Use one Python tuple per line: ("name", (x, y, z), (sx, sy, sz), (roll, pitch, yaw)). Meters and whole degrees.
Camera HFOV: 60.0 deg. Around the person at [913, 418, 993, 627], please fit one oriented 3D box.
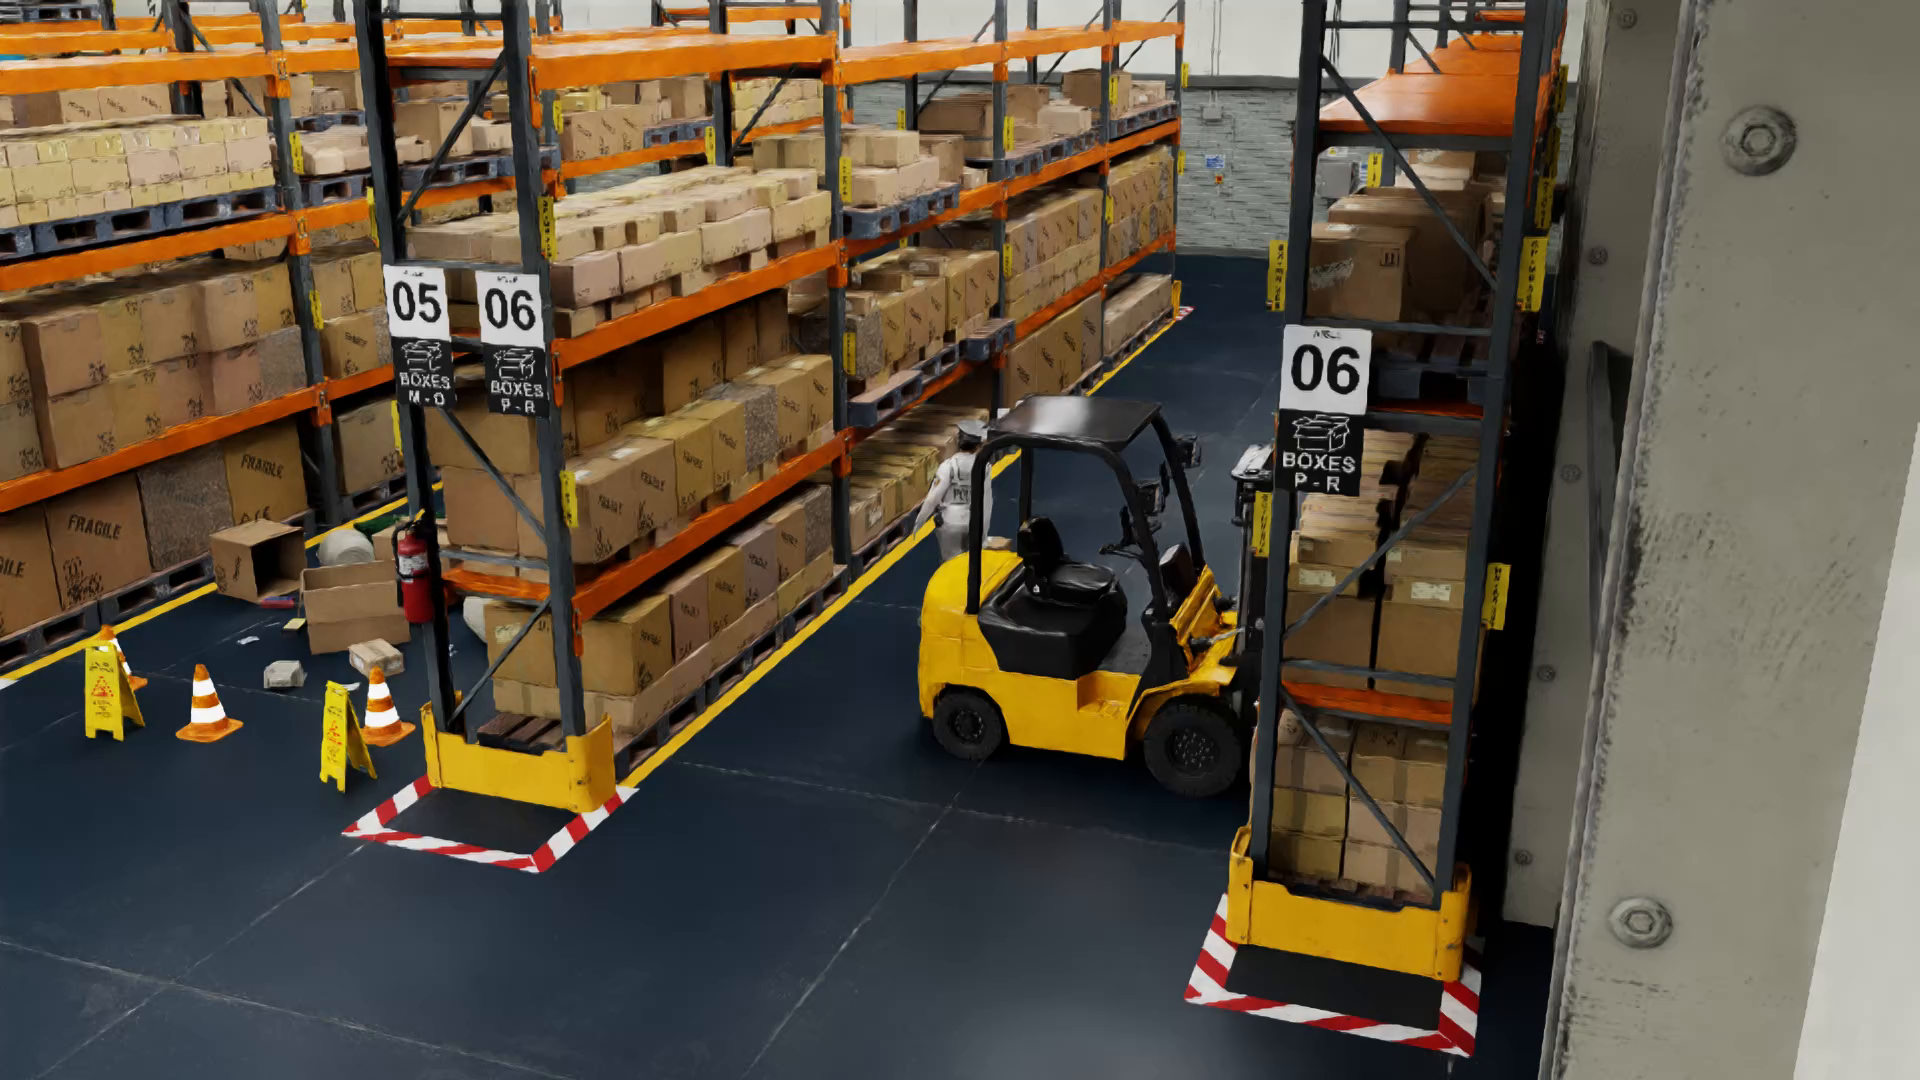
("person", (-0.028, -0.080, 12.326), (0.671, 1.639, 0.516), (16, 25, 40))
